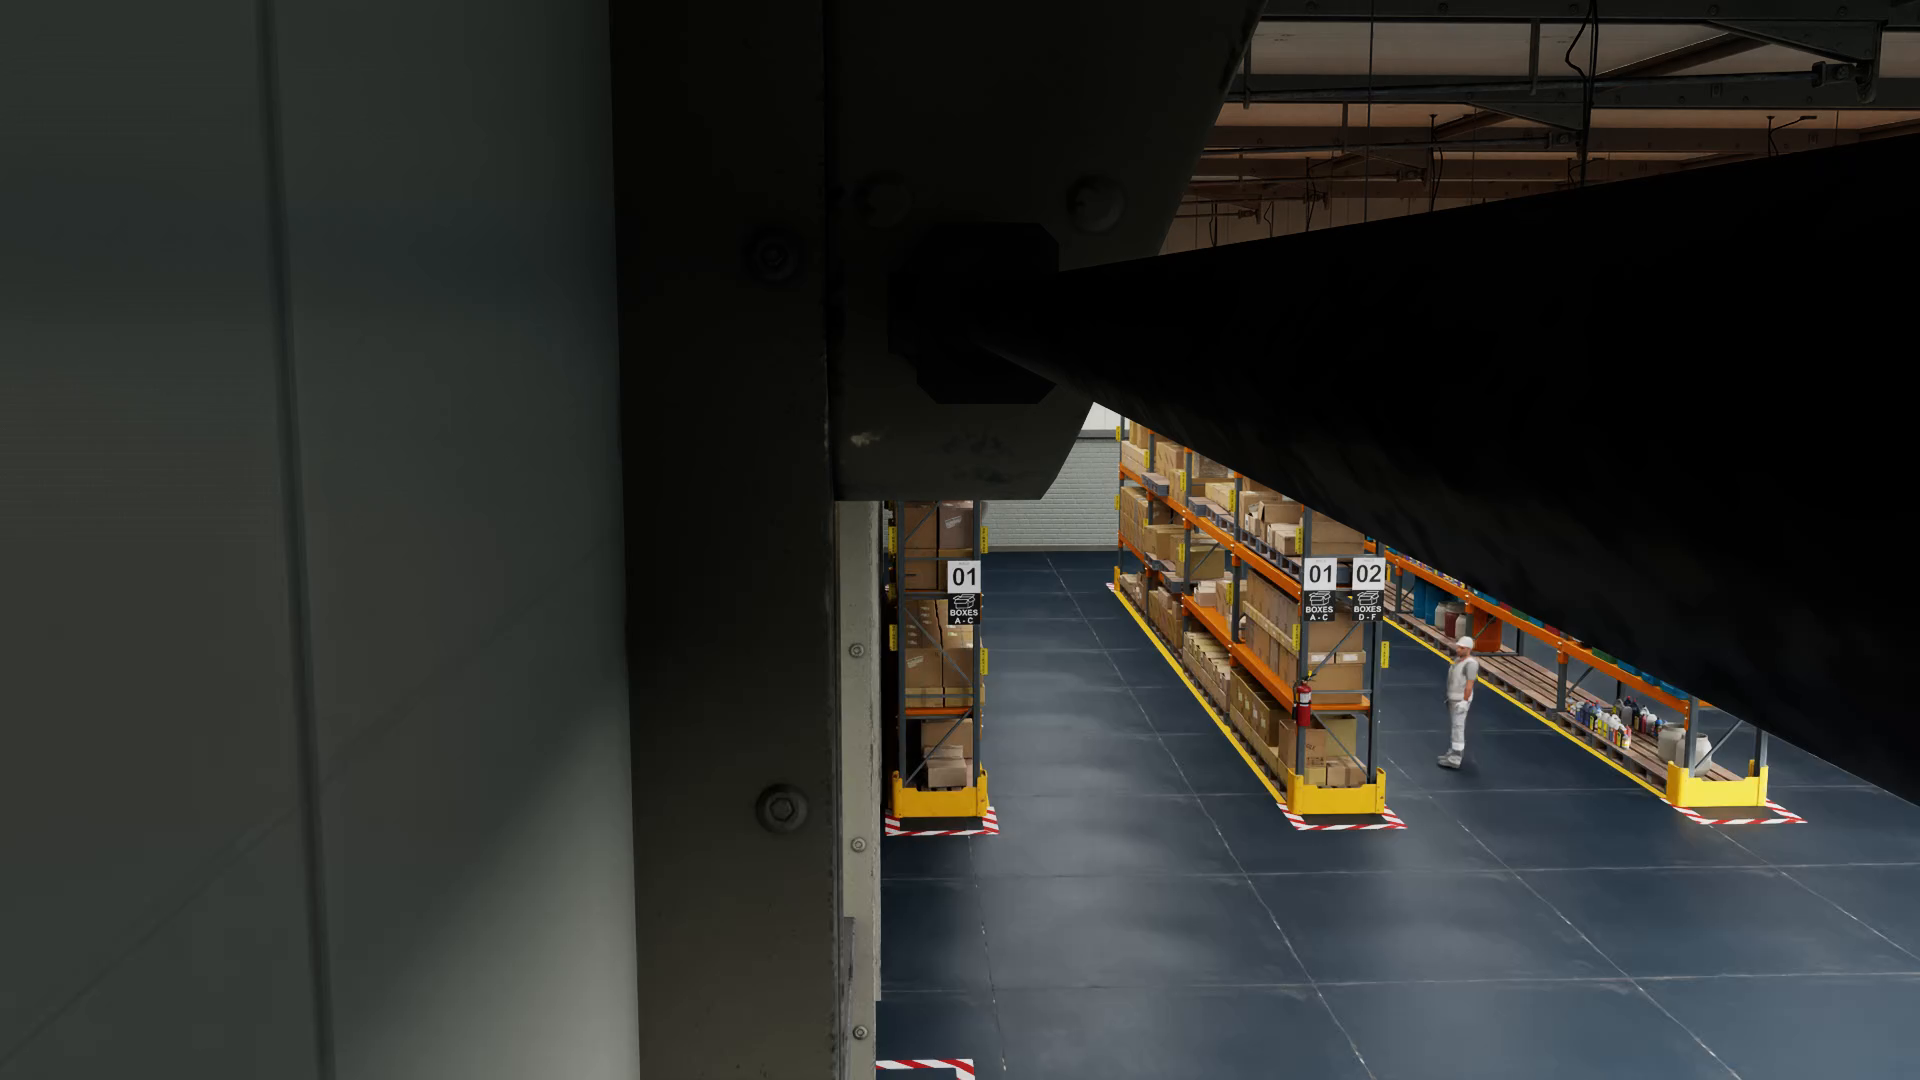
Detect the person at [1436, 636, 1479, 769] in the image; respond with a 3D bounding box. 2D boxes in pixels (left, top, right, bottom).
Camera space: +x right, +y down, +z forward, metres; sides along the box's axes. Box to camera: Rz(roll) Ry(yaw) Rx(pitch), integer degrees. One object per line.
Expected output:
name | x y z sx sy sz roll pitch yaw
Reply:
person | 6.780 2.202 22.656 0.475 1.789 0.612 1 8 4
